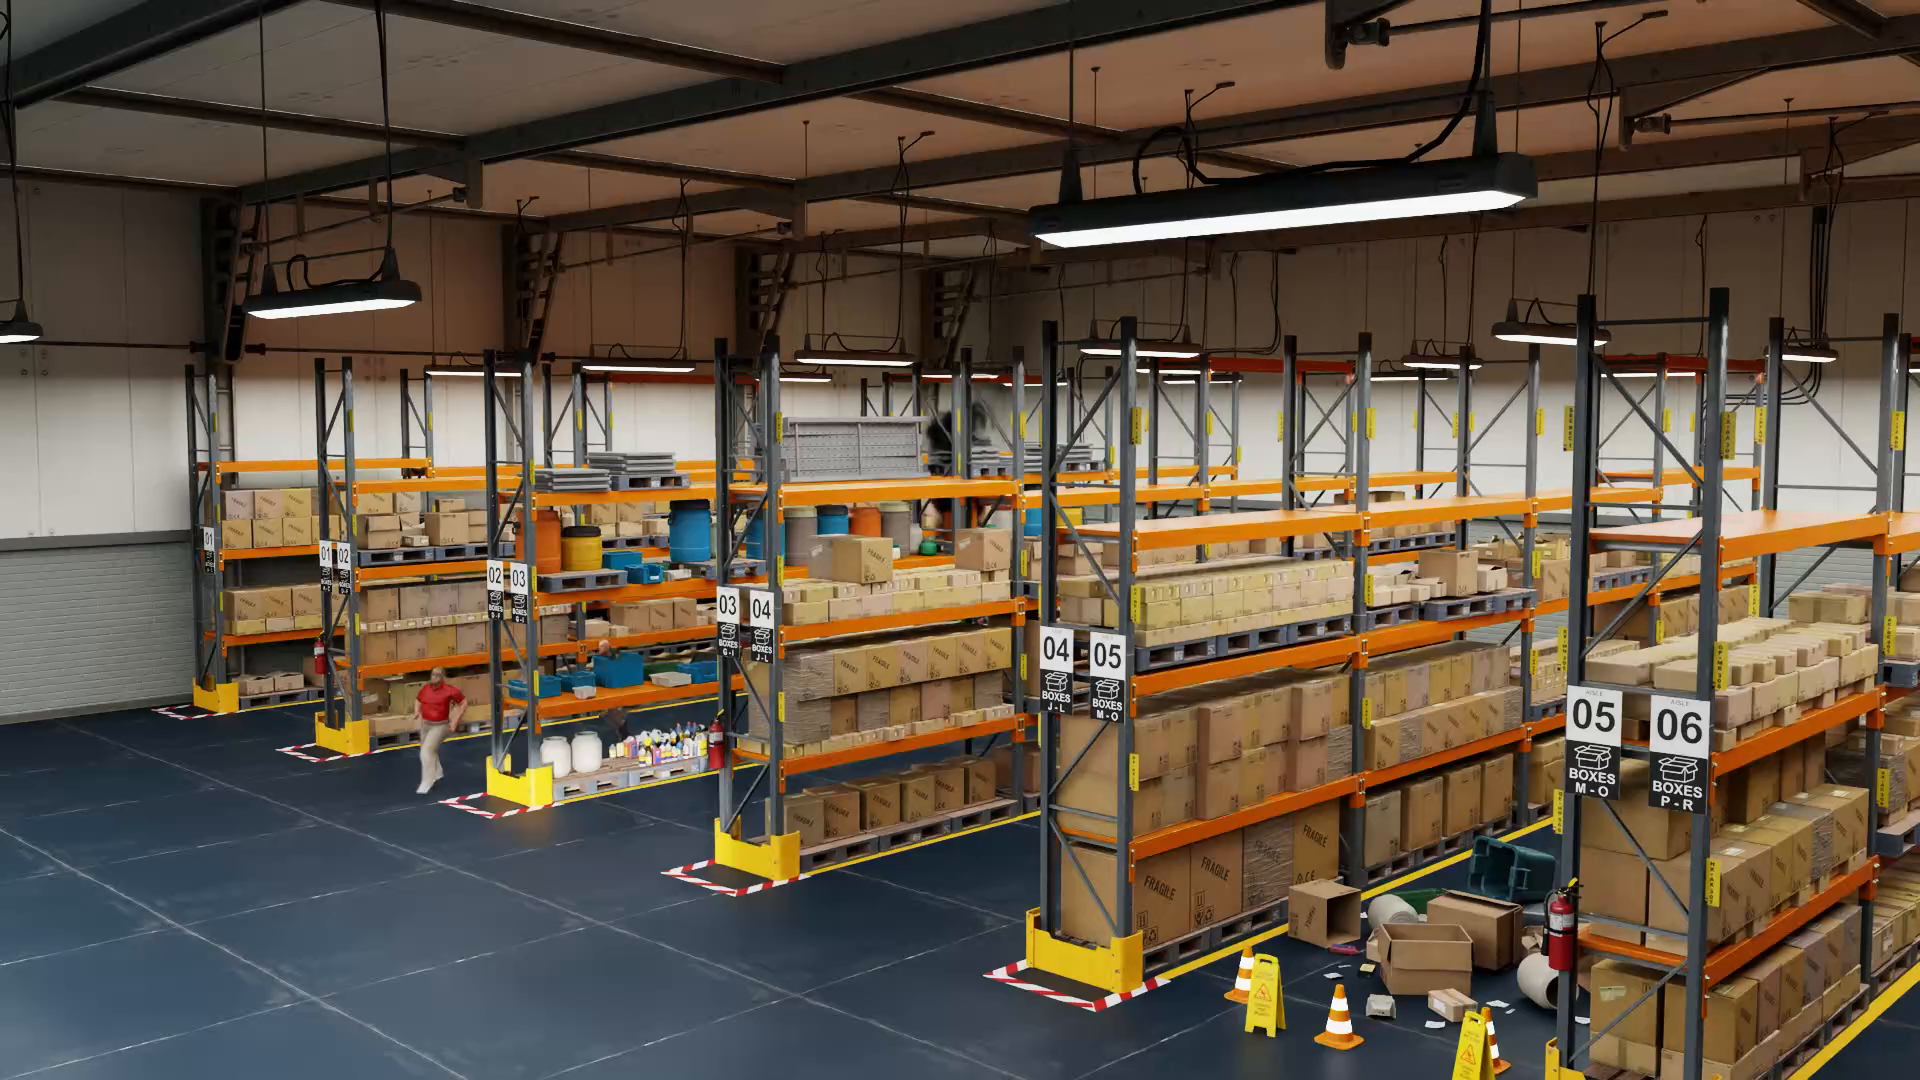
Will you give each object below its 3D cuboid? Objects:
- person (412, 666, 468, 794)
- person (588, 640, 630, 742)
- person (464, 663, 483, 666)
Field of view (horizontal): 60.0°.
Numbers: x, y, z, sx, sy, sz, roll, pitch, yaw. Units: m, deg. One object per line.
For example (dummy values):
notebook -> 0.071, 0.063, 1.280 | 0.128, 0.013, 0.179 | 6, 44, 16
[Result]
person -> -7.146, 2.597, 22.731 | 0.729, 1.760, 0.694 | 2, 5, 24
person -> -5.403, 2.357, 25.706 | 0.646, 1.651, 0.774 | 3, 5, 35
person -> -8.593, 2.021, 29.740 | 0.715, 1.745, 0.572 | 4, 6, 40
